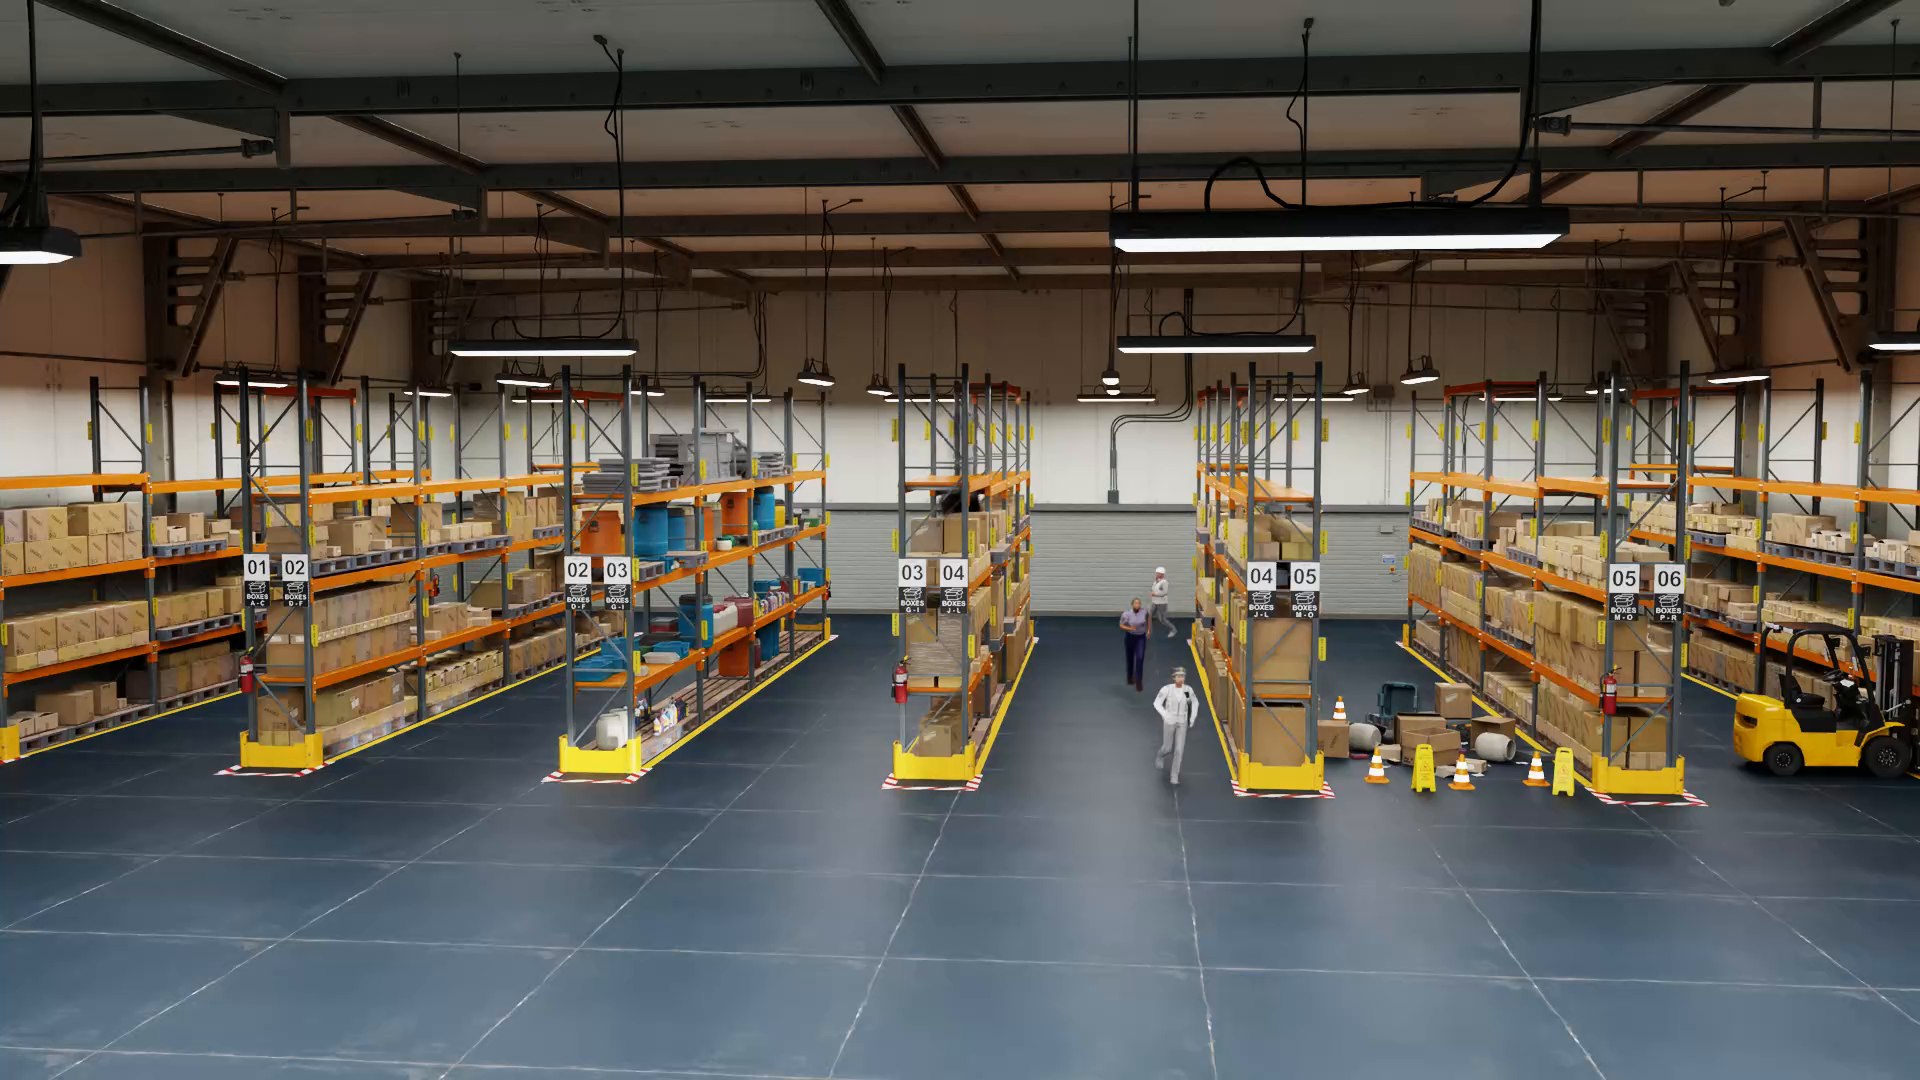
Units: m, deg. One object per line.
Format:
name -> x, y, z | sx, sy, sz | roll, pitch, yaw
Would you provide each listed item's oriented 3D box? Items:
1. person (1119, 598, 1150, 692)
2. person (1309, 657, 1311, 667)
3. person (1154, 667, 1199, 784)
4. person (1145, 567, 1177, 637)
person -> 3.269, 1.917, 31.029 | 0.628, 1.711, 0.855 | 0, 4, -5
person -> 7.303, 1.845, 35.350 | 0.589, 1.831, 0.835 | 0, 4, 2
person -> 3.133, 2.655, 24.083 | 0.668, 1.689, 0.741 | 0, 4, -7
person -> 4.813, 1.537, 40.251 | 0.960, 1.777, 0.661 | -2, 4, -22
